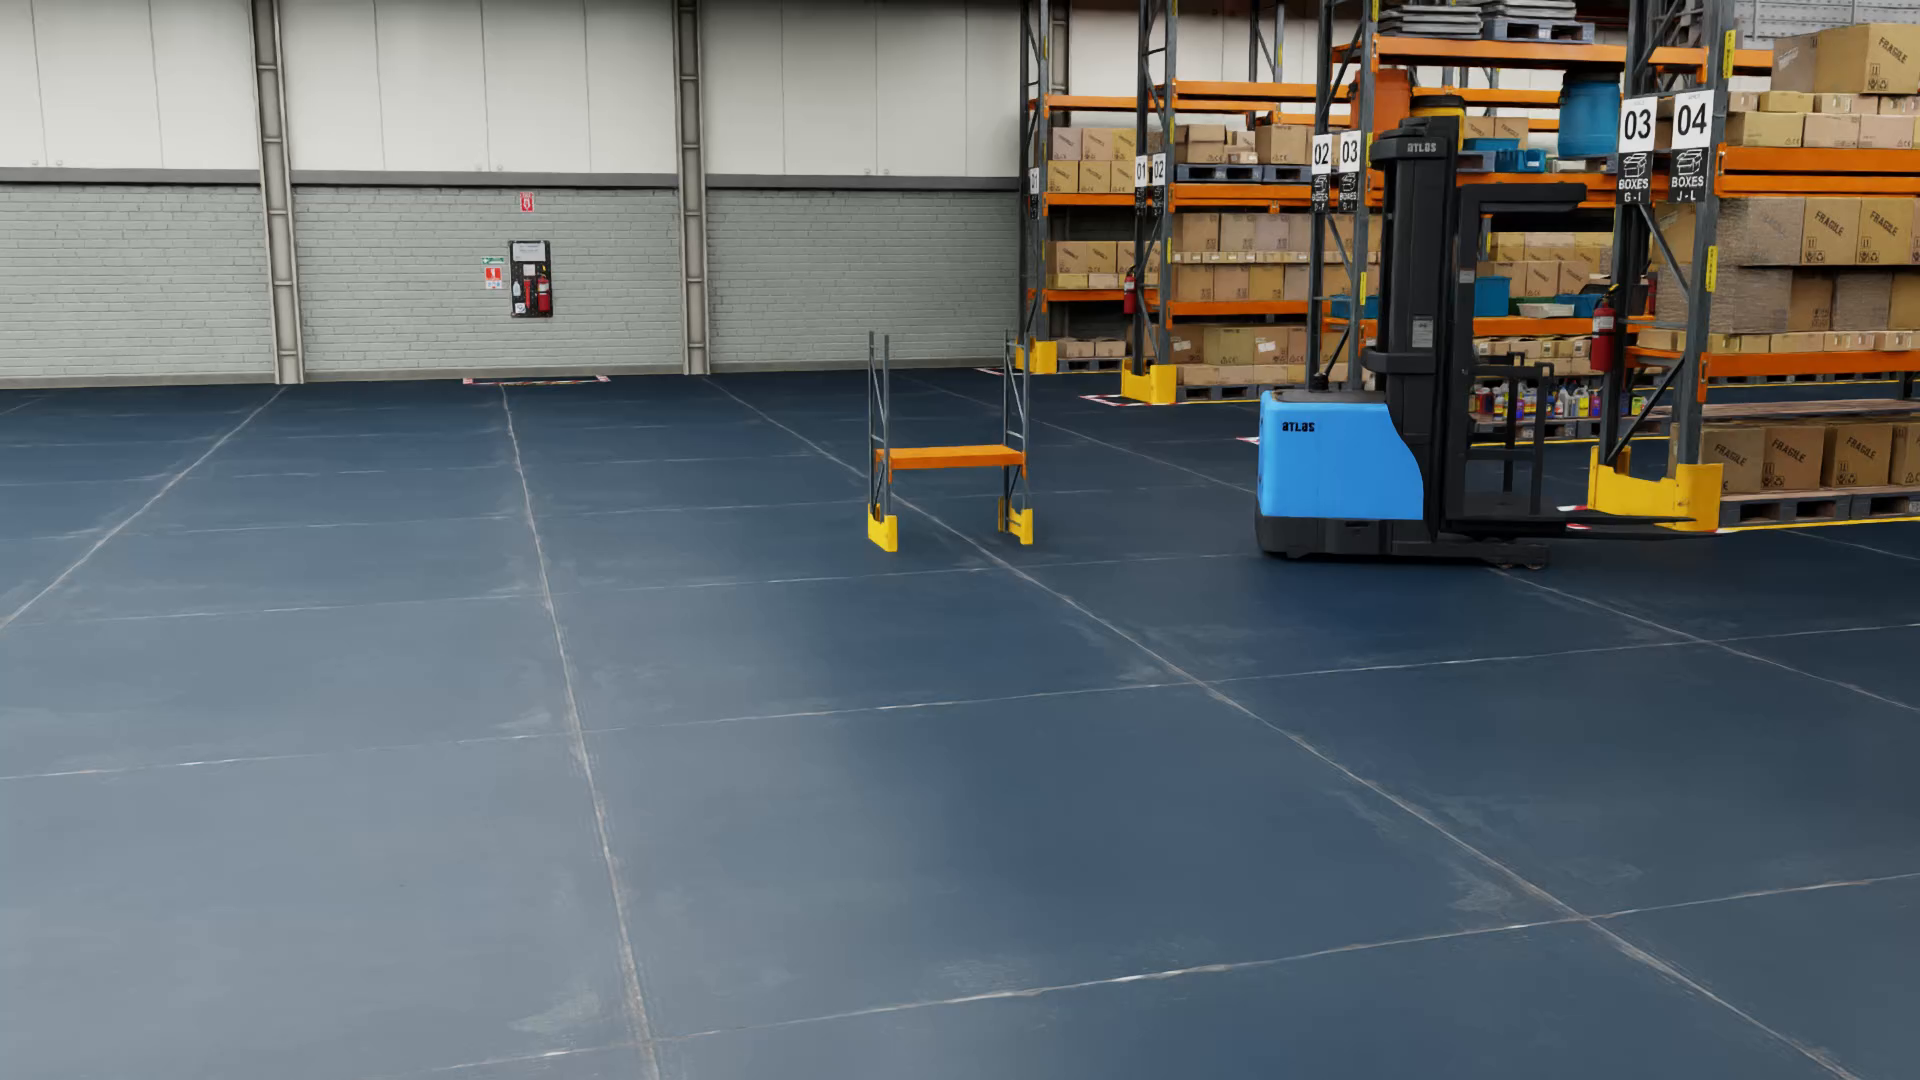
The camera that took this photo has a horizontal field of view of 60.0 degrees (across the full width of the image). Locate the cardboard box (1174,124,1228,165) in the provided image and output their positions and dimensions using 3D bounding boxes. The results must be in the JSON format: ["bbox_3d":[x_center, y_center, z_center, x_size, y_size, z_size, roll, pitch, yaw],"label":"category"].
[{"bbox_3d":[3.097,-5.194,21.856,0.637,0.503,0.797,-2,11,-12],"label":"cardboard box"}]

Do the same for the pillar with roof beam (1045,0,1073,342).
[{"bbox_3d":[2.790,-6.613,23.111,0.400,9.000,9.100,-3,11,-16],"label":"pillar with roof beam"}]

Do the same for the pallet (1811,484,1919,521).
[{"bbox_3d":[7.342,-0.370,13.474,1.213,0.211,1.003,-3,11,-16],"label":"pallet"}]

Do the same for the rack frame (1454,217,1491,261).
[{"bbox_3d":[8.837,-4.630,28.910,0.127,3.000,1.000,-3,11,-16],"label":"rack frame"}]

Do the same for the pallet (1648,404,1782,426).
[{"bbox_3d":[8.509,-1.380,18.960,1.213,0.211,1.003,-3,11,-16],"label":"pallet"}]

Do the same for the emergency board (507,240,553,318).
[{"bbox_3d":[-6.558,-3.989,25.427,0.643,1.169,0.194,-3,11,-16],"label":"emergency board"}]

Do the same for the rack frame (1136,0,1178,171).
[{"bbox_3d":[2.544,-6.314,21.491,0.127,3.000,1.000,-3,11,-16],"label":"rack frame"}]

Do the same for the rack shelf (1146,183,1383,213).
[{"bbox_3d":[4.465,-4.586,22.377,4.000,0.370,1.077,-3,11,-16],"label":"rack shelf"}]

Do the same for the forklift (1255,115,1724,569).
[{"bbox_3d":[3.595,-1.350,11.286,3.031,2.935,1.130,1,11,8],"label":"forklift"}]

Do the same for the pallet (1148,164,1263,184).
[{"bbox_3d":[3.230,-4.827,21.940,1.213,0.211,1.003,-3,11,-16],"label":"pallet"}]

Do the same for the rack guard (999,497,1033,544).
[{"bbox_3d":[0.405,-0.144,12.140,0.087,0.250,0.587,-3,11,-16],"label":"rack guard"}]

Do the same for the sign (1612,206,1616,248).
[{"bbox_3d":[5.174,-2.464,13.075,0.005,0.325,0.100,-3,11,-16],"label":"sign"}]

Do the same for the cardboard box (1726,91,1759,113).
[{"bbox_3d":[5.639,-3.213,12.242,0.250,0.149,0.380,-3,11,-16],"label":"cardboard box"}]

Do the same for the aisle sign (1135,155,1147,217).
[{"bbox_3d":[2.399,-4.690,22.058,0.004,0.787,0.394,-3,11,-16],"label":"aisle sign"}]

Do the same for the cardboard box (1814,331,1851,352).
[{"bbox_3d":[6.616,-1.538,12.810,0.250,0.149,0.380,-3,11,-16],"label":"cardboard box"}]

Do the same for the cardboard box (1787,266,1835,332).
[{"bbox_3d":[6.292,-1.906,13.019,0.500,0.500,0.875,-3,11,-16],"label":"cardboard box"}]

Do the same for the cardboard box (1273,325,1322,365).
[{"bbox_3d":[4.562,-2.651,22.524,0.500,0.500,0.500,-3,11,-16],"label":"cardboard box"}]

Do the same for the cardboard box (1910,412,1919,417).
[{"bbox_3d":[8.207,-0.778,13.730,0.500,0.500,0.500,0,10,2],"label":"cardboard box"}]

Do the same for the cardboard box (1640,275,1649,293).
[{"bbox_3d":[9.864,-3.714,24.182,0.500,0.311,0.500,-2,11,-12],"label":"cardboard box"}]

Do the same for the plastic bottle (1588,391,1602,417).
[{"bbox_3d":[6.899,-1.478,18.075,0.133,0.283,0.061,-2,11,-12],"label":"plastic bottle"}]

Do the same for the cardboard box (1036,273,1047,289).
[{"bbox_3d":[1.551,-4.218,27.034,0.500,0.250,0.500,-3,11,-15],"label":"cardboard box"}]

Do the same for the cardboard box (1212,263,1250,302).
[{"bbox_3d":[3.499,-3.462,22.290,0.500,0.500,0.700,-3,11,-14],"label":"cardboard box"}]

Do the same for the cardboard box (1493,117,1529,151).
[{"bbox_3d":[7.528,-5.600,23.080,0.500,0.500,0.500,-2,11,-10],"label":"cardboard box"}]

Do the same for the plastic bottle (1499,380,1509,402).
[{"bbox_3d":[6.107,-1.609,18.605,0.185,0.351,0.144,-3,11,-14],"label":"plastic bottle"}]

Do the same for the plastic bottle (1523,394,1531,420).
[{"bbox_3d":[6.082,-1.432,17.861,0.097,0.271,0.097,0,10,0],"label":"plastic bottle"}]

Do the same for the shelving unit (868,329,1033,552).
[{"bbox_3d":[-0.073,-0.734,11.890,1.083,1.500,0.587,-3,11,-16],"label":"shelving unit"}]

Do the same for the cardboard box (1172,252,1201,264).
[{"bbox_3d":[2.981,-3.714,21.871,0.250,0.149,0.380,-3,11,-16],"label":"cardboard box"}]

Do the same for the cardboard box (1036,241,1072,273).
[{"bbox_3d":[1.549,-4.590,26.985,0.500,0.500,0.500,-3,11,-17],"label":"cardboard box"}]

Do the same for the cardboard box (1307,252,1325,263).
[{"bbox_3d":[4.710,-3.805,22.365,0.250,0.149,0.380,-3,11,-14],"label":"cardboard box"}]

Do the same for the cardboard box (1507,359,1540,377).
[{"bbox_3d":[7.829,-2.450,23.505,0.500,0.250,0.500,-3,11,-18],"label":"cardboard box"}]

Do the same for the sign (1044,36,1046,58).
[{"bbox_3d":[1.308,-7.579,25.563,0.005,0.325,0.100,-3,11,-16],"label":"sign"}]

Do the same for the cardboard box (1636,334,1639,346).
[{"bbox_3d":[9.791,-2.829,24.017,0.500,0.311,0.500,-3,11,-14],"label":"cardboard box"}]

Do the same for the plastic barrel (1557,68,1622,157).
[{"bbox_3d":[6.780,-4.602,17.928,0.708,0.901,0.600,-3,11,-16],"label":"plastic barrel"}]

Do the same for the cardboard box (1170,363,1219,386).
[{"bbox_3d":[3.121,-2.207,22.182,0.500,0.250,0.500,-3,11,-16],"label":"cardboard box"}]

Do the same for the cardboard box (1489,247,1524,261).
[{"bbox_3d":[9.375,-4.815,28.764,0.500,0.500,0.500,-3,11,-14],"label":"cardboard box"}]

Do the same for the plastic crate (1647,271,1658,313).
[{"bbox_3d":[8.145,-2.814,18.871,0.583,0.464,0.402,-3,11,-16],"label":"plastic crate"}]

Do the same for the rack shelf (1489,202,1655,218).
[{"bbox_3d":[10.757,-5.852,29.253,4.000,0.370,1.077,-3,11,-16],"label":"rack shelf"}]

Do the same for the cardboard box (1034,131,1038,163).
[{"bbox_3d":[1.497,-6.318,26.703,0.500,0.500,0.500,-3,11,-13],"label":"cardboard box"}]

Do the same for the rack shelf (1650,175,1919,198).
[{"bbox_3d":[9.686,-3.928,18.798,4.000,0.370,1.077,-3,11,-16],"label":"rack shelf"}]

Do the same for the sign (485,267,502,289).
[{"bbox_3d":[-7.118,-3.996,25.369,0.234,0.329,0.001,-3,11,-16],"label":"sign"}]

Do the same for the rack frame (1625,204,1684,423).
[{"bbox_3d":[7.766,-2.705,18.455,0.127,3.000,1.000,-3,11,-16],"label":"rack frame"}]

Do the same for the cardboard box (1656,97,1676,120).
[{"bbox_3d":[5.489,-3.307,12.755,0.250,0.149,0.380,-3,11,-16],"label":"cardboard box"}]

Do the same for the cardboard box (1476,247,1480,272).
[{"bbox_3d":[9.217,-4.905,29.251,0.500,0.500,0.500,-3,11,-16],"label":"cardboard box"}]

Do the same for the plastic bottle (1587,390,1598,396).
[{"bbox_3d":[6.978,-1.514,18.293,0.135,0.276,0.152,-3,11,-16],"label":"plastic bottle"}]

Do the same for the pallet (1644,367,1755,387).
[{"bbox_3d":[10.953,-2.428,24.655,1.213,0.211,1.003,-3,11,-16],"label":"pallet"}]

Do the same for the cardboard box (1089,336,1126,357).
[{"bbox_3d":[2.393,-3.167,27.176,0.500,0.311,0.500,-2,11,-11],"label":"cardboard box"}]
